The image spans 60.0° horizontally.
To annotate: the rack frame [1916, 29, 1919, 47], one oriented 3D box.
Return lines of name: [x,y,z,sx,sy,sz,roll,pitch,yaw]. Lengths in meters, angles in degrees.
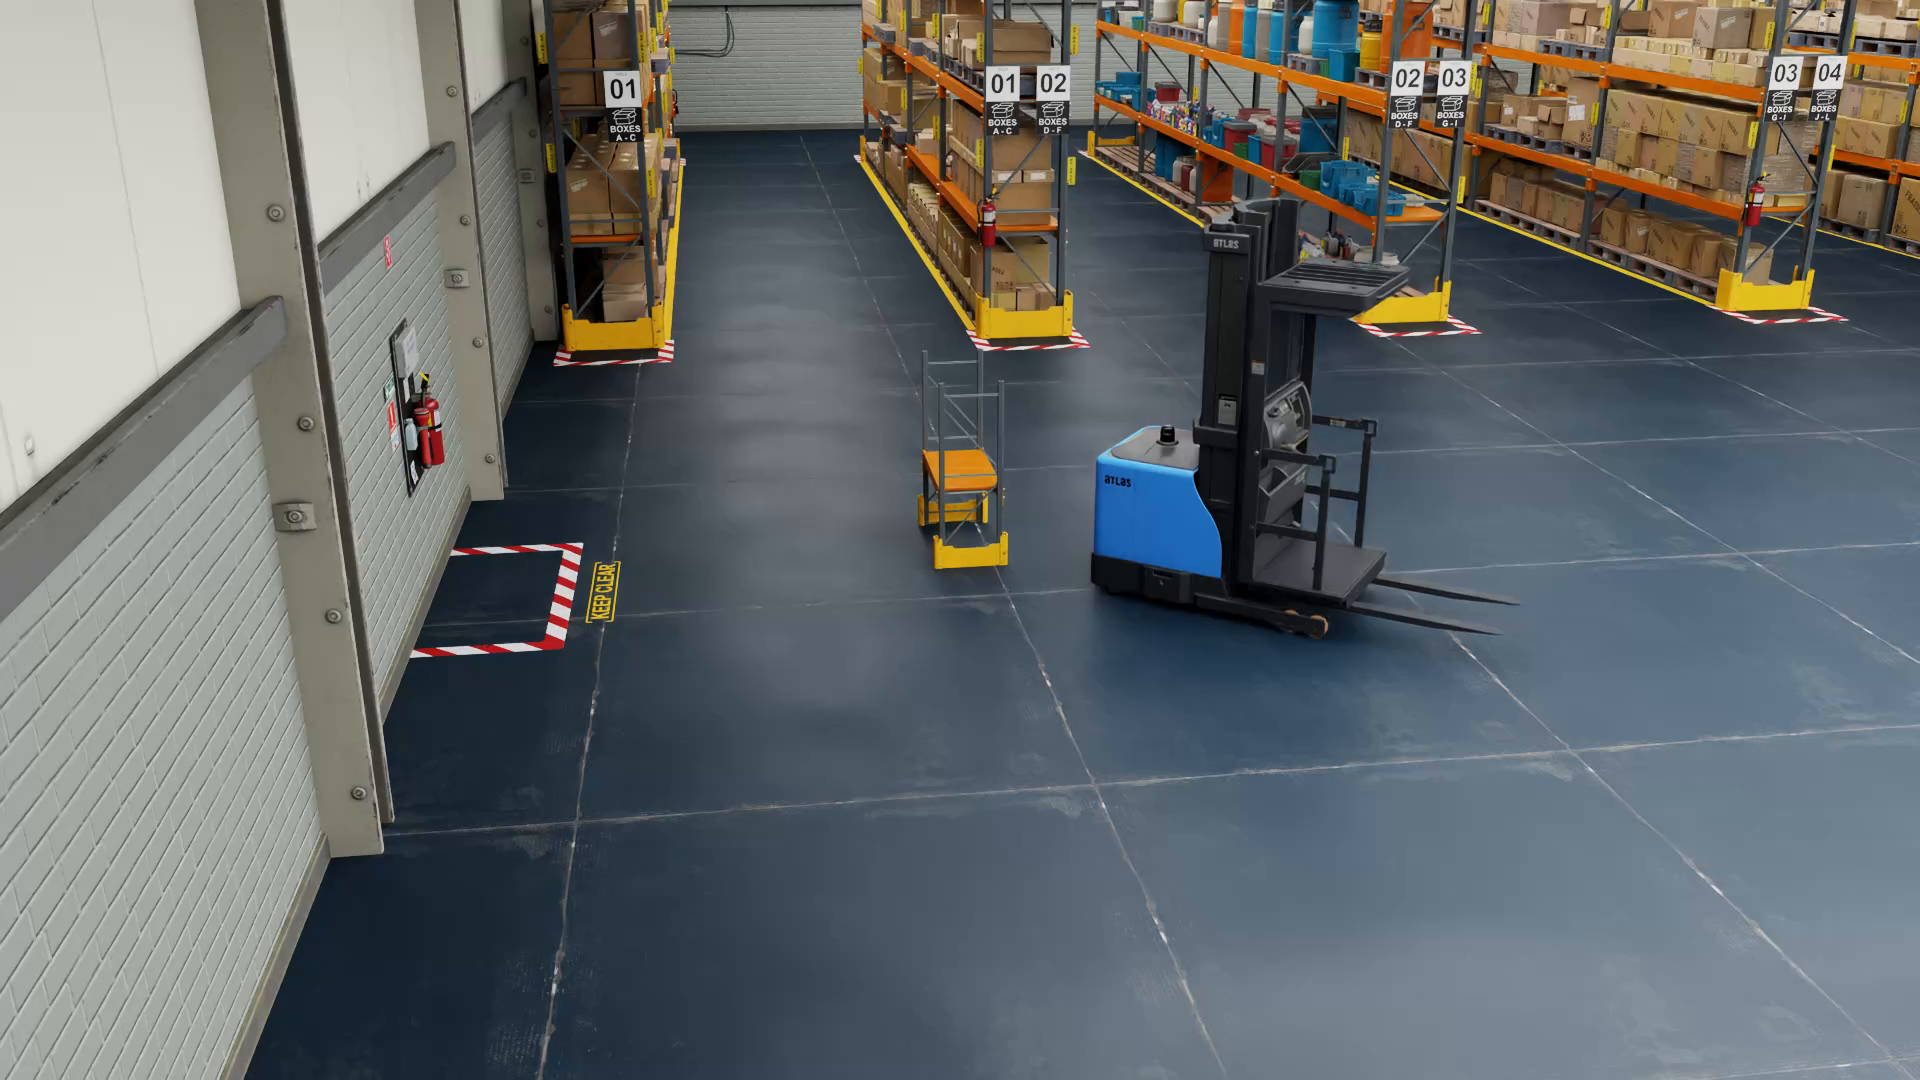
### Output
rack frame: [14.931,-8.863,24.584,1.000,3.000,0.127,-3,21,-8]

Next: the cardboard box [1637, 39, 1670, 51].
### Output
cardboard box: [9.874,-7.047,23.654,0.380,0.149,0.250,-3,21,-7]

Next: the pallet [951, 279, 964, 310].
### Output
pallet: [0.457,-3.332,22.335,1.003,0.211,1.213,-3,21,-8]

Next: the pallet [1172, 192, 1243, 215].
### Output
pallet: [4.375,-5.937,29.310,1.003,0.211,1.213,-3,21,-8]

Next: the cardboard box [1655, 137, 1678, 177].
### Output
cardboard box: [10.252,-5.346,23.176,0.875,0.500,0.500,-3,21,-8]

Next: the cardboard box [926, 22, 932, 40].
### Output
cardboard box: [-0.251,-8.101,26.447,0.500,0.250,0.500,-4,21,-12]

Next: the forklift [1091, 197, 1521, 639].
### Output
forklift: [2.534,-0.882,11.888,3.031,2.935,1.130,11,23,27]

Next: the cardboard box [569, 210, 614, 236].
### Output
cardboard box: [-4.379,-3.794,19.773,0.500,0.250,0.500,-3,21,-7]

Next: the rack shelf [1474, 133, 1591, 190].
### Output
rack shelf: [9.720,-6.193,27.038,1.077,0.370,4.000,-3,21,-8]

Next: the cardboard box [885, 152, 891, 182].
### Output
cardboard box: [-1.120,-6.964,31.019,0.500,0.500,0.500,-4,21,-10]

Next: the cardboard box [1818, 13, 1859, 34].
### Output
cardboard box: [14.387,-8.431,27.101,0.500,0.311,0.500,-3,21,-9]

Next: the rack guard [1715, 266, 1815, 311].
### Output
rack guard: [10.574,-3.308,21.858,1.175,0.500,0.348,-3,21,-8]

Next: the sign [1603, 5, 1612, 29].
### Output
sign: [9.459,-7.640,24.296,0.100,0.325,0.005,-3,21,-8]

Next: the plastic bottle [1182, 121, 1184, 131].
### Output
plastic bottle: [3.948,-7.287,29.224,0.097,0.201,0.097,0,20,0]

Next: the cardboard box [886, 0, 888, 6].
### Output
cardboard box: [-1.056,-10.196,30.868,0.700,0.500,0.500,-3,21,-8]

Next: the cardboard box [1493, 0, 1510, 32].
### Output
cardboard box: [9.245,-8.733,27.666,0.500,0.500,0.500,-3,21,-7]

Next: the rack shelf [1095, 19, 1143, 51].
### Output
rack shelf: [3.665,-10.118,33.260,1.077,0.370,4.000,-3,21,-8]

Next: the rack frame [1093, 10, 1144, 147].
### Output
rack frame: [3.377,-9.742,35.513,1.000,3.000,0.127,-3,21,-8]

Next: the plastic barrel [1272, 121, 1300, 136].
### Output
plastic barrel: [5.080,-6.248,25.962,0.433,0.535,0.433,0,20,0]

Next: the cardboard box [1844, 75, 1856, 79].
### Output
cardboard box: [18.342,-9.302,34.190,0.500,0.500,0.500,-3,21,-7]

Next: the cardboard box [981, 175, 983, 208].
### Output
cardboard box: [0.646,-4.345,20.919,0.700,0.500,0.500,-2,21,-6]

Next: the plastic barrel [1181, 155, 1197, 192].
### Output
plastic barrel: [4.280,-6.599,29.944,0.600,0.588,0.708,-3,21,-8]

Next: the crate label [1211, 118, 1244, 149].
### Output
crate label: [4.406,-6.631,27.134,0.502,0.435,0.616,-3,21,-8]

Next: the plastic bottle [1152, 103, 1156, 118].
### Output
plastic bottle: [3.652,-8.030,31.112,0.097,0.271,0.097,0,20,0]

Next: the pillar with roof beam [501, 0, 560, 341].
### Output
pillar with roof beam: [-0.817,-6.929,19.407,9.100,9.000,0.400,-3,21,-8]

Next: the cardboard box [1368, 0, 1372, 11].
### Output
cardboard box: [8.675,-10.945,33.561,0.700,0.500,0.500,-2,21,-5]

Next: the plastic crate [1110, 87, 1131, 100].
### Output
plastic crate: [3.277,-9.134,34.038,0.416,0.233,0.300,-3,21,-8]

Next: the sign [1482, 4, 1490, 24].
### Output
sign: [8.881,-8.882,28.070,0.100,0.325,0.005,-3,21,-8]

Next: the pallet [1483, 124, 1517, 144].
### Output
pallet: [9.640,-6.891,28.153,1.213,0.211,1.003,-3,21,-8]

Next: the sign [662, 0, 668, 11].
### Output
sign: [-5.314,-9.683,29.879,0.100,0.325,0.005,-3,21,-8]

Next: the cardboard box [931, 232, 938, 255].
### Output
cardboard box: [-0.142,-4.377,24.477,0.500,0.250,0.500,-3,21,-8]

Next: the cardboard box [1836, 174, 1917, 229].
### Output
cardboard box: [14.752,-5.406,26.518,1.050,0.750,0.750,-3,21,-8]

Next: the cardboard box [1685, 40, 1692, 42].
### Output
cardboard box: [10.476,-6.987,23.494,0.380,0.149,0.250,-4,21,-9]

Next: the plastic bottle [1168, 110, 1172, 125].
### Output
plastic bottle: [3.814,-7.642,30.072,0.097,0.271,0.097,0,20,0]

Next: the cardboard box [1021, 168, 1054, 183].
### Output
cardboard box: [0.938,-4.452,20.278,0.380,0.149,0.250,-3,21,-8]

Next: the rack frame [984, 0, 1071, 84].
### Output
rack frame: [0.781,-6.764,18.966,1.000,3.000,0.127,-3,21,-8]

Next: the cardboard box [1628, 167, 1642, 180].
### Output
cardboard box: [9.869,-5.283,23.933,0.380,0.149,0.250,-3,21,-8]

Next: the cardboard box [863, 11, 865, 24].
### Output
cardboard box: [-1.703,-10.638,33.839,0.500,0.250,0.500,-3,21,-8]

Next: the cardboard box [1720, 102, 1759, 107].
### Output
cardboard box: [10.637,-5.658,22.580,0.500,0.500,0.500,-3,21,-8]

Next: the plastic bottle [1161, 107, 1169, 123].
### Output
plastic bottle: [3.777,-7.799,30.488,0.152,0.276,0.135,-3,21,-8]

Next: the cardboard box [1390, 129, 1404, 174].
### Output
cardboard box: [8.967,-7.588,32.182,1.225,0.875,0.875,-3,21,-8]

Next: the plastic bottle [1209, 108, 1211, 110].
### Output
plastic bottle: [4.509,-7.751,30.359,0.152,0.276,0.135,-3,21,-8]

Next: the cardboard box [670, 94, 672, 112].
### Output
cardboard box: [-6.126,-8.691,32.271,0.980,0.700,0.700,-4,21,-10]

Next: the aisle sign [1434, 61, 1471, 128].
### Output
aisle sign: [5.984,-5.410,20.199,0.394,0.787,0.004,-3,21,-8]

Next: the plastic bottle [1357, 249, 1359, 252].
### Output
plastic bottle: [5.638,-3.998,23.403,0.097,0.271,0.097,0,20,0]

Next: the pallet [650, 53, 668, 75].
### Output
pallet: [-4.680,-6.624,23.146,1.213,0.211,1.003,-3,21,-8]

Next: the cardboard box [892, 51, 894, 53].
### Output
cardboard box: [-1.115,-9.694,33.812,0.500,0.500,0.500,-2,21,-6]

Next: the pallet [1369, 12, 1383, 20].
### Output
pallet: [8.747,-10.255,32.725,1.003,0.211,1.213,-3,21,-8]

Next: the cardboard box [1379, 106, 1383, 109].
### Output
cardboard box: [8.487,-8.579,32.756,0.380,0.149,0.250,-3,21,-7]

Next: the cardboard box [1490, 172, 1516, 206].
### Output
cardboard box: [9.548,-6.026,28.508,0.700,0.500,0.500,-4,21,-11]

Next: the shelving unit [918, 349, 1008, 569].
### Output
shelving unit: [0.011,-0.676,13.383,0.587,1.500,1.083,-3,21,-8]

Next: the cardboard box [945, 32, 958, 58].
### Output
cardboard box: [0.094,-6.590,22.114,0.500,0.311,0.500,-4,21,-11]

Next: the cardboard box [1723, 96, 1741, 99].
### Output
cardboard box: [13.830,-7.942,29.601,0.380,0.149,0.250,-4,21,-10]

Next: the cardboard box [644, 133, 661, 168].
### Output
cardboard box: [-4.322,-5.230,22.546,0.500,0.500,0.500,-3,21,-8]

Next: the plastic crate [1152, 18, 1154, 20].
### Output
plastic crate: [3.921,-10.321,33.153,0.437,0.136,0.530,-3,21,-8]

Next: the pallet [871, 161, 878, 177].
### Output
pallet: [-1.226,-7.464,33.398,1.003,0.211,1.213,-3,21,-8]

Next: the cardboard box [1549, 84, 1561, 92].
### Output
cardboard box: [12.987,-9.779,35.971,0.380,0.149,0.250,-4,21,-9]
